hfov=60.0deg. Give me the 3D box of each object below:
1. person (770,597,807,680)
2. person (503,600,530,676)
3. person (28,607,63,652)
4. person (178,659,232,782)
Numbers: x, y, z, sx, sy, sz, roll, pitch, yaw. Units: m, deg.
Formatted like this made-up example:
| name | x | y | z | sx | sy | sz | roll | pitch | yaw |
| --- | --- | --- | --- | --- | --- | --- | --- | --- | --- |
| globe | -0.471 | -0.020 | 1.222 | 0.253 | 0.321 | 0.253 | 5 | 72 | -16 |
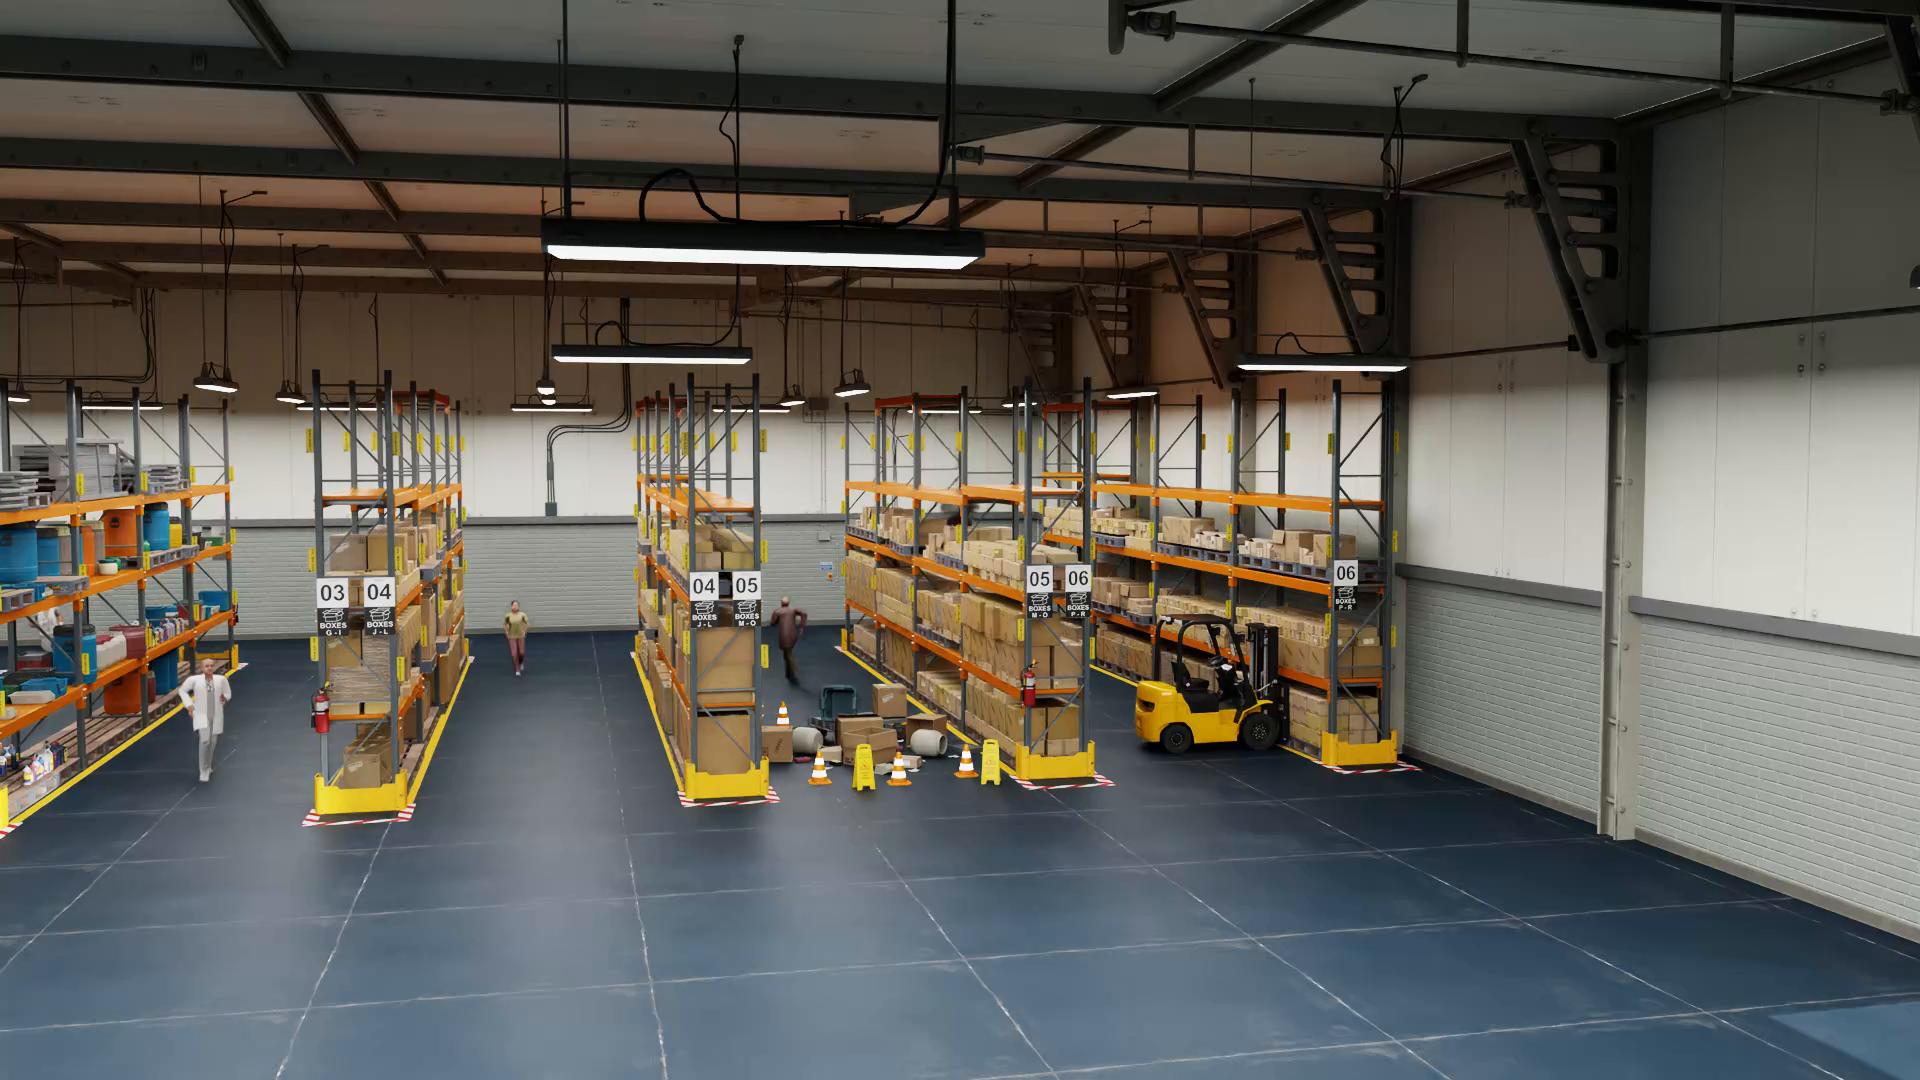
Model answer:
| name | x | y | z | sx | sy | sz | roll | pitch | yaw |
| --- | --- | --- | --- | --- | --- | --- | --- | --- | --- |
| person | -3.615 | 2.107 | 35.141 | 0.694 | 1.771 | 1.012 | -2 | 4 | -29 |
| person | -9.597 | 2.112 | 35.955 | 0.565 | 1.624 | 0.548 | -1 | 3 | -12 |
| person | -19.625 | 2.060 | 35.763 | 0.713 | 1.800 | 0.830 | -2 | 4 | -31 |
| person | -11.247 | 2.691 | 24.876 | 0.681 | 1.837 | 0.829 | -3 | 4 | -41 |
